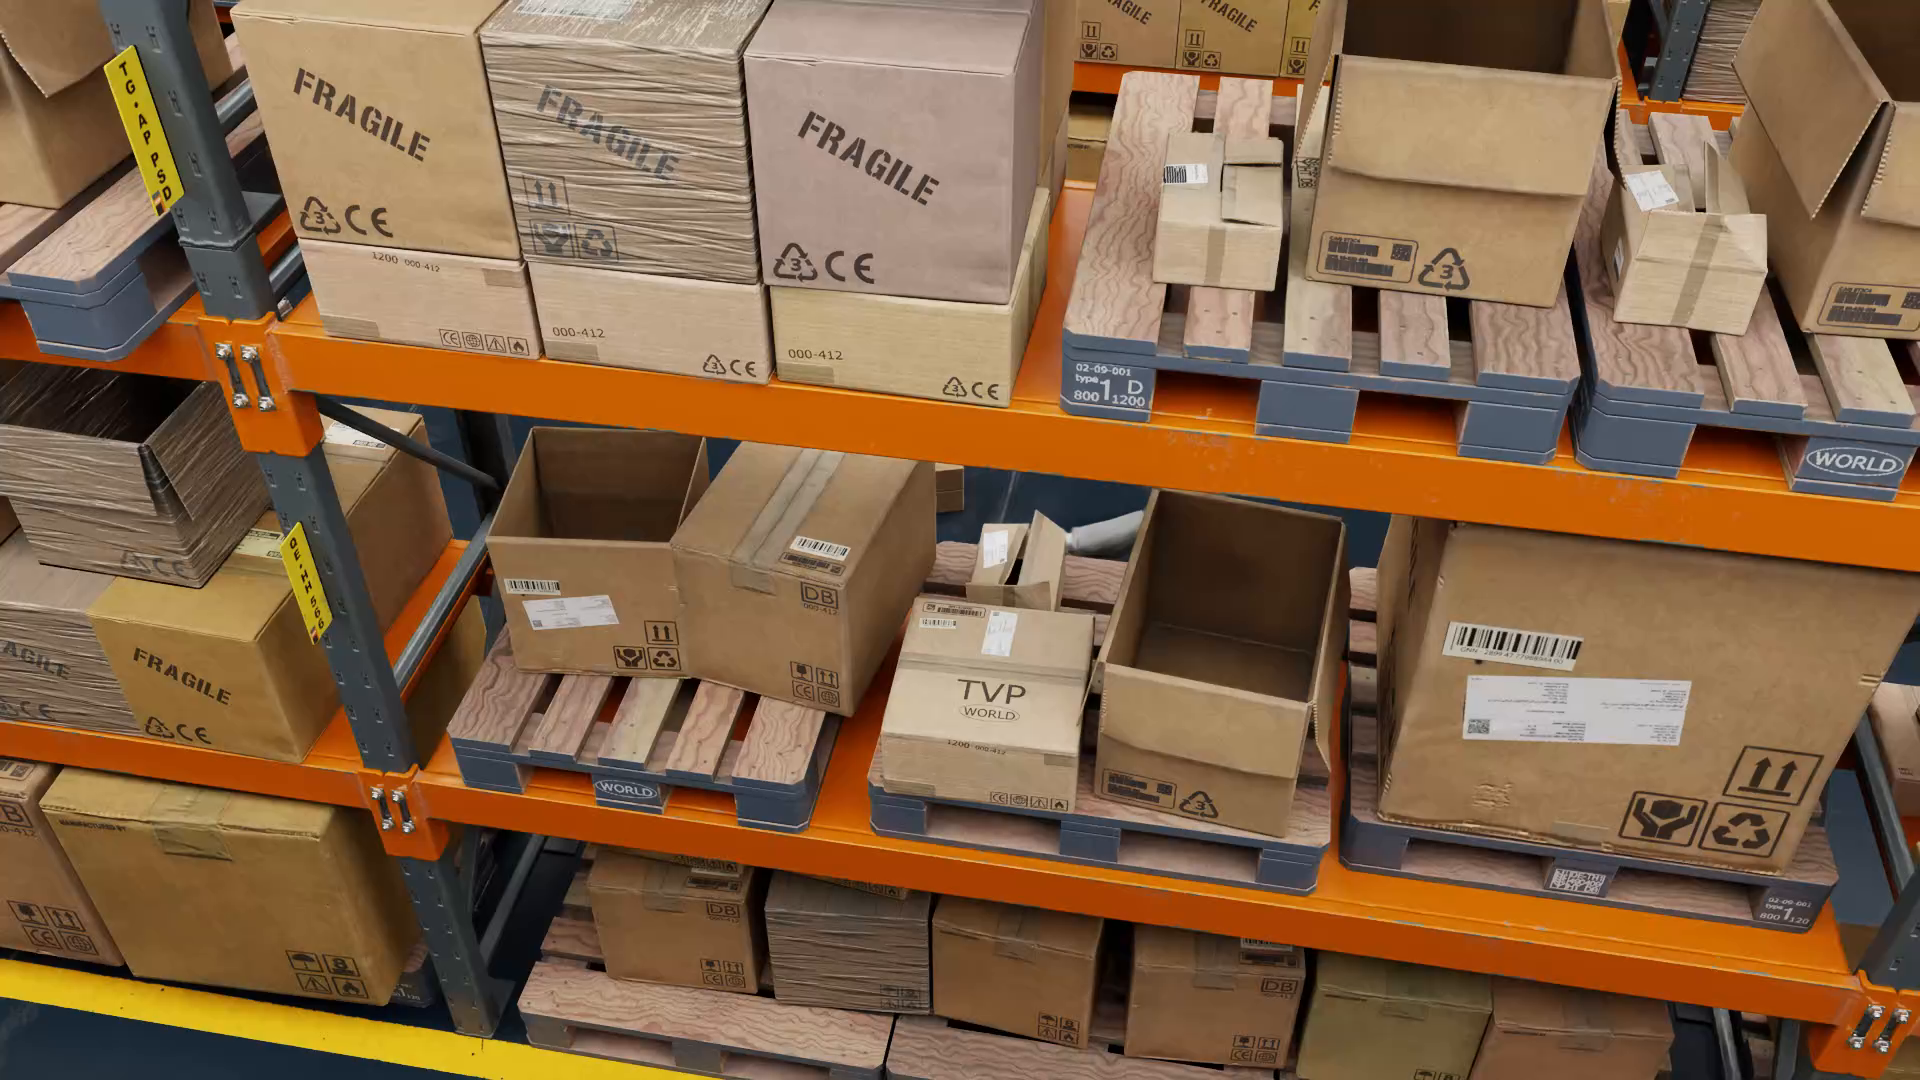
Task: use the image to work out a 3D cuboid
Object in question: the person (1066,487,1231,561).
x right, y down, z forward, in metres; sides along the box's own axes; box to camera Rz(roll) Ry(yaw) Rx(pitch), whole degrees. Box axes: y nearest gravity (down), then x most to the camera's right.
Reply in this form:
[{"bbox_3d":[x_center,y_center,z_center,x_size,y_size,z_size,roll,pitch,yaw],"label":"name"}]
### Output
[{"bbox_3d":[0.828,-0.419,6.642,0.814,1.638,0.461,6,41,7],"label":"person"}]
